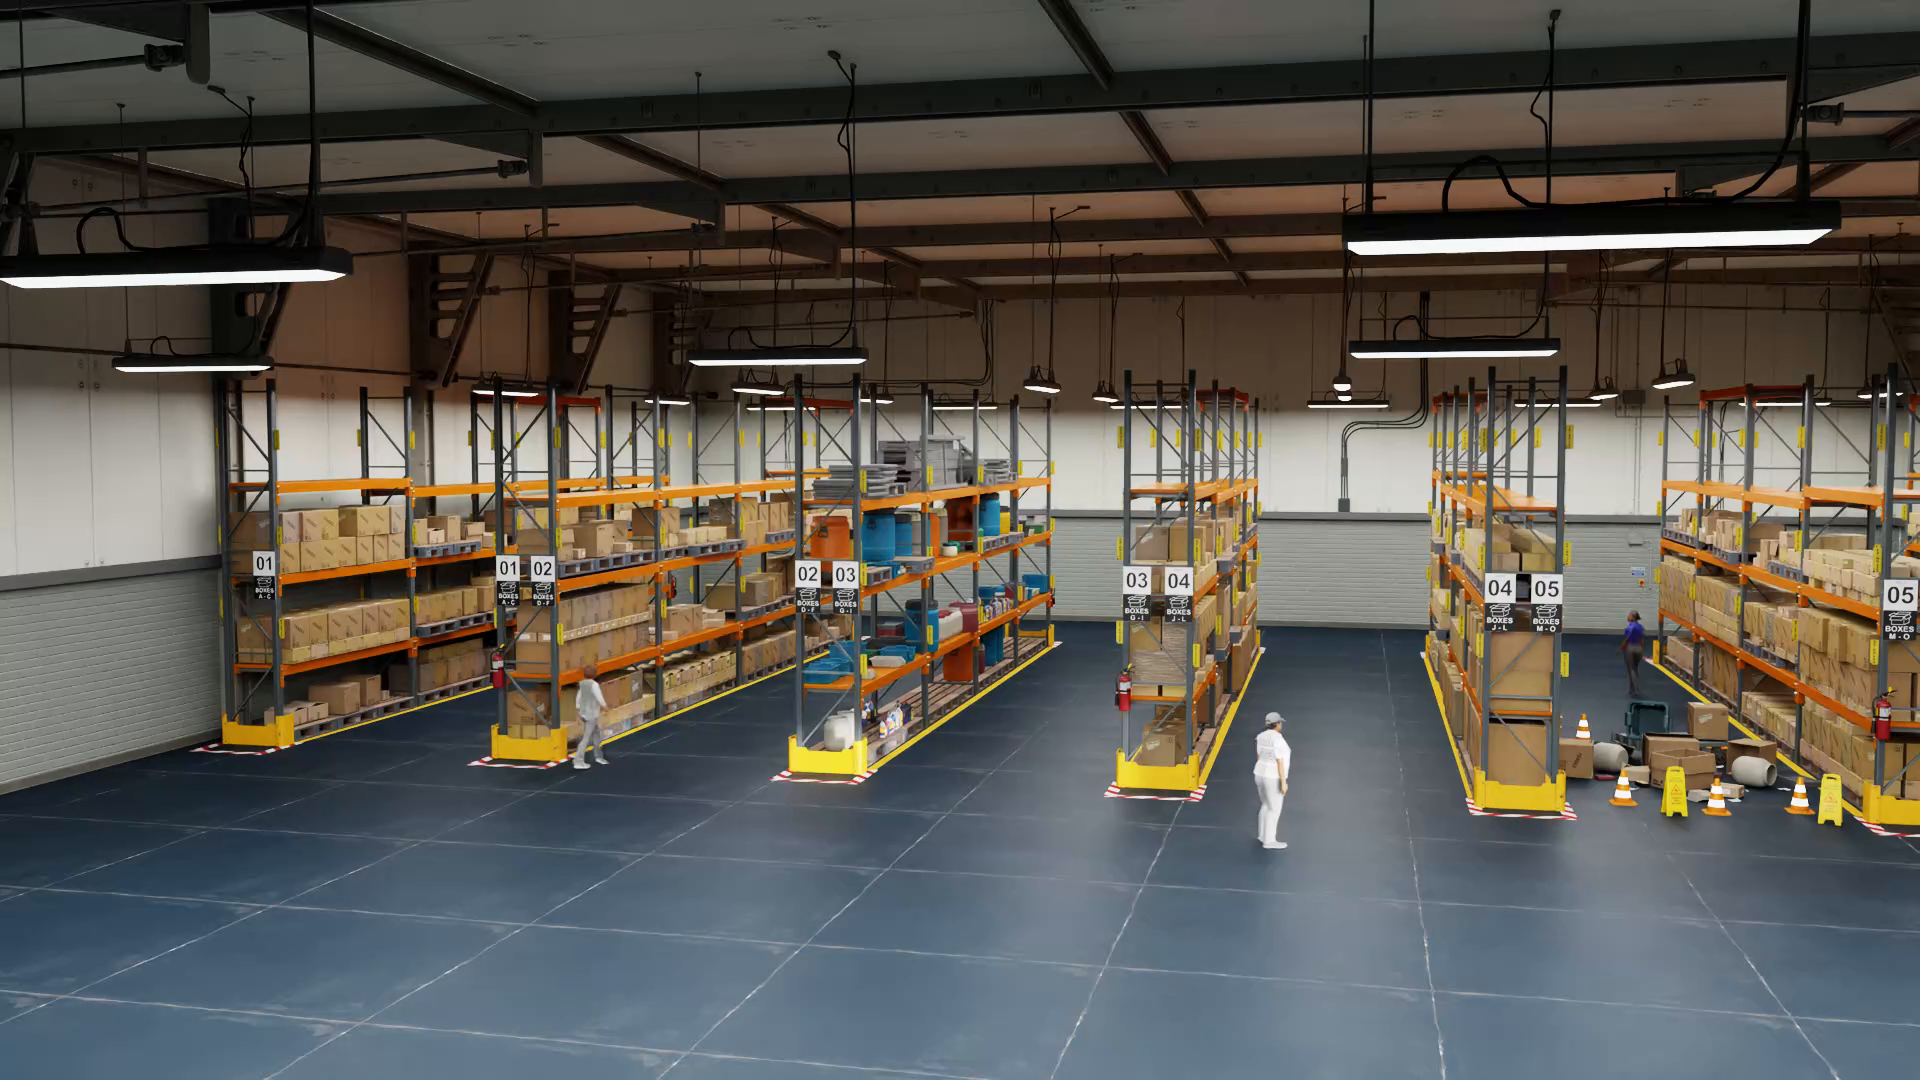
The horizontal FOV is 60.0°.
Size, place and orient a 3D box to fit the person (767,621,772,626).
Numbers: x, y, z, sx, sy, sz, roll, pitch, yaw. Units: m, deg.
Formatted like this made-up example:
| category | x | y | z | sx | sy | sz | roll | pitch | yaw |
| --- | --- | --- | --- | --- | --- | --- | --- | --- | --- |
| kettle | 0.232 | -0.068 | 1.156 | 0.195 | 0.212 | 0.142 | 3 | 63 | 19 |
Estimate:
| category | x | y | z | sx | sy | sz | roll | pitch | yaw |
| --- | --- | --- | --- | --- | --- | --- | --- | --- | --- |
| person | -4.698 | 1.604 | 41.708 | 0.547 | 1.790 | 0.541 | 2 | 4 | 26 |

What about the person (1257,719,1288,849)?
| category | x | y | z | sx | sy | sz | roll | pitch | yaw |
| --- | --- | --- | --- | --- | --- | --- | --- | --- | --- |
| person | 3.876 | 2.978 | 20.483 | 0.383 | 1.691 | 0.580 | -1 | 4 | -20 |

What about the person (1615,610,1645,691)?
| category | x | y | z | sx | sy | sz | roll | pitch | yaw |
| --- | --- | --- | --- | --- | --- | --- | --- | --- | --- |
| person | 13.179 | 2.156 | 32.582 | 0.539 | 1.556 | 0.578 | 0 | 3 | -5 |

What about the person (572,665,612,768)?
| category | x | y | z | sx | sy | sz | roll | pitch | yaw |
| --- | --- | --- | --- | --- | --- | --- | --- | --- | --- |
| person | -5.592 | 2.692 | 25.328 | 0.715 | 1.607 | 0.411 | -3 | 5 | -43 |
